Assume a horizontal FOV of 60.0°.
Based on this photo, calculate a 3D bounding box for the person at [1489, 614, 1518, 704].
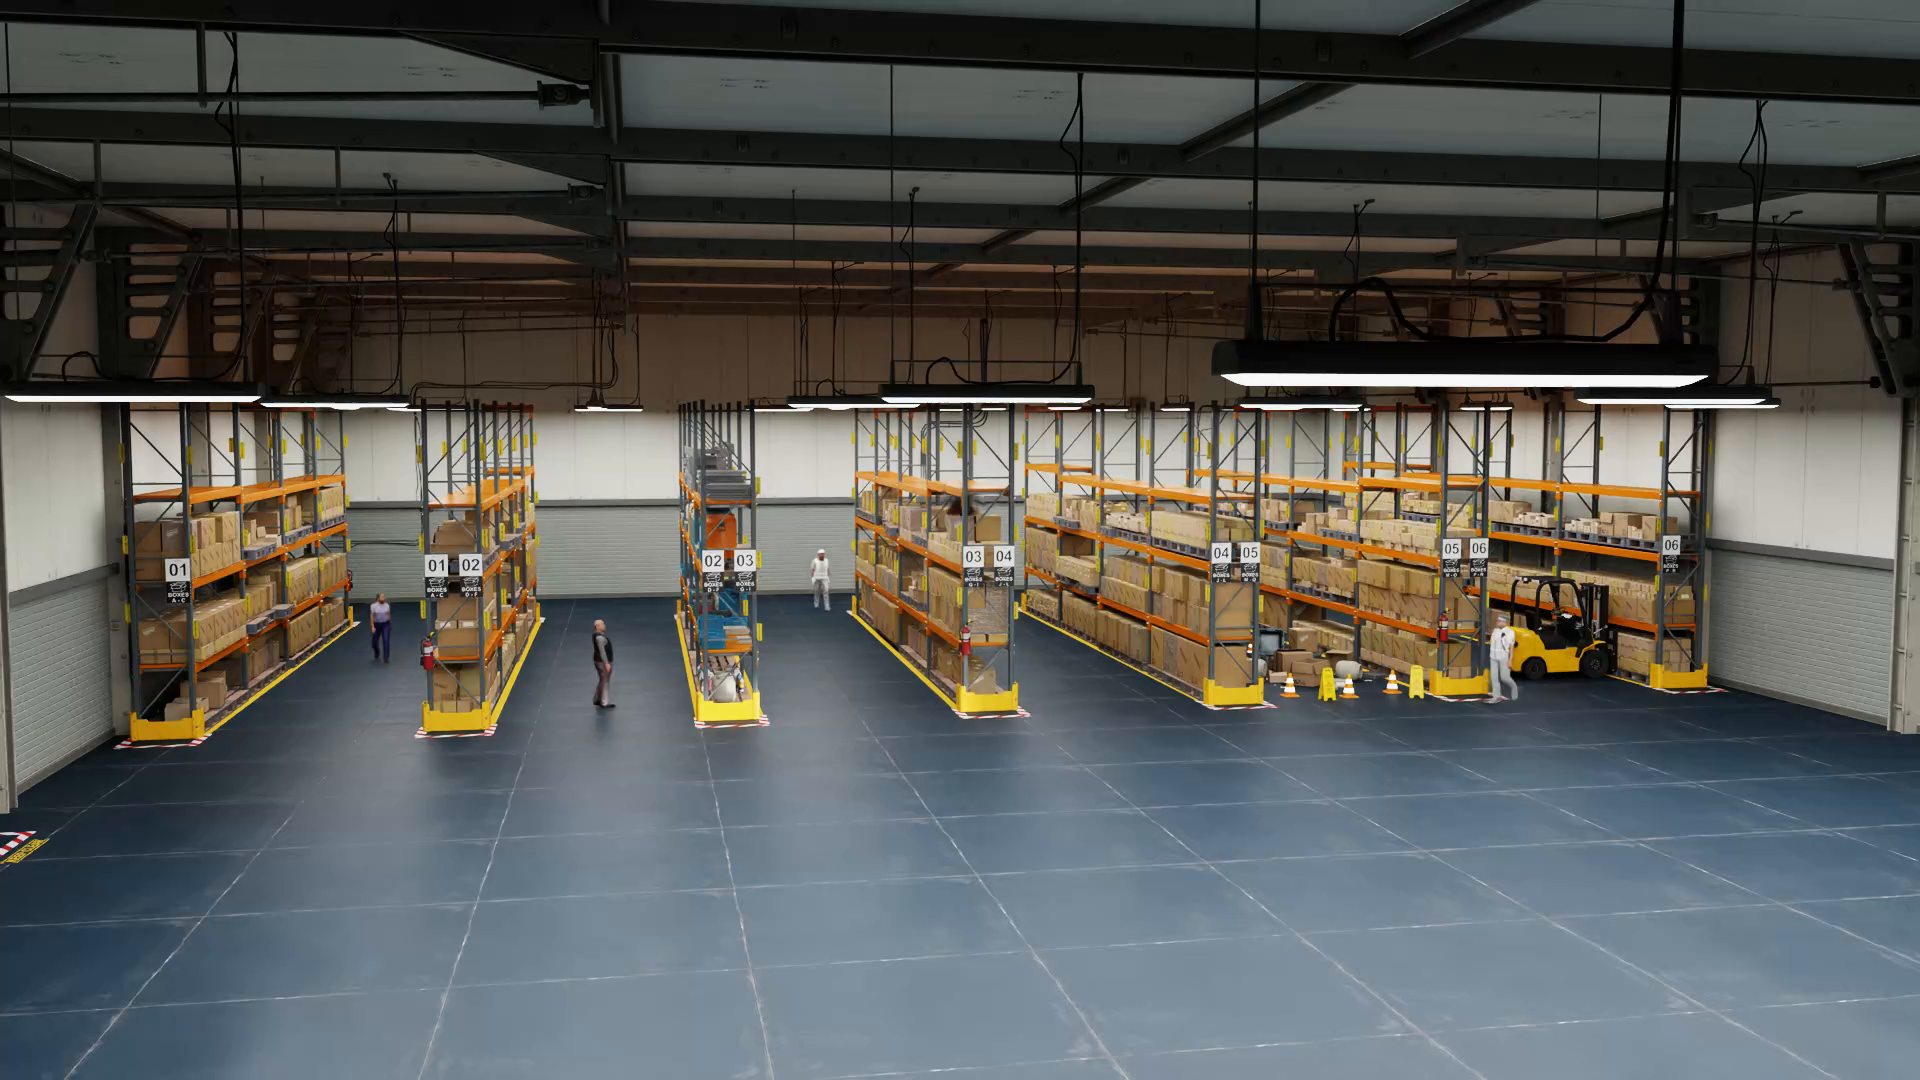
[{"bbox_3d":[10.729,2.342,32.917,0.562,1.772,0.528,-4,6,-42],"label":"person"}]

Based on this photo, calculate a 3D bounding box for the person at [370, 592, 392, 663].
[{"bbox_3d":[-13.360,2.006,38.402,0.460,1.615,0.665,-1,4,-14],"label":"person"}]

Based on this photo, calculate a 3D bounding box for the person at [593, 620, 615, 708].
[{"bbox_3d":[-6.957,2.420,32.457,0.419,1.741,0.562,-3,5,-33],"label":"person"}]

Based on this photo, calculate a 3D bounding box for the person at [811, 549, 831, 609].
[{"bbox_3d":[-4.076,1.142,48.786,0.580,1.737,0.947,-1,4,-12],"label":"person"}]
